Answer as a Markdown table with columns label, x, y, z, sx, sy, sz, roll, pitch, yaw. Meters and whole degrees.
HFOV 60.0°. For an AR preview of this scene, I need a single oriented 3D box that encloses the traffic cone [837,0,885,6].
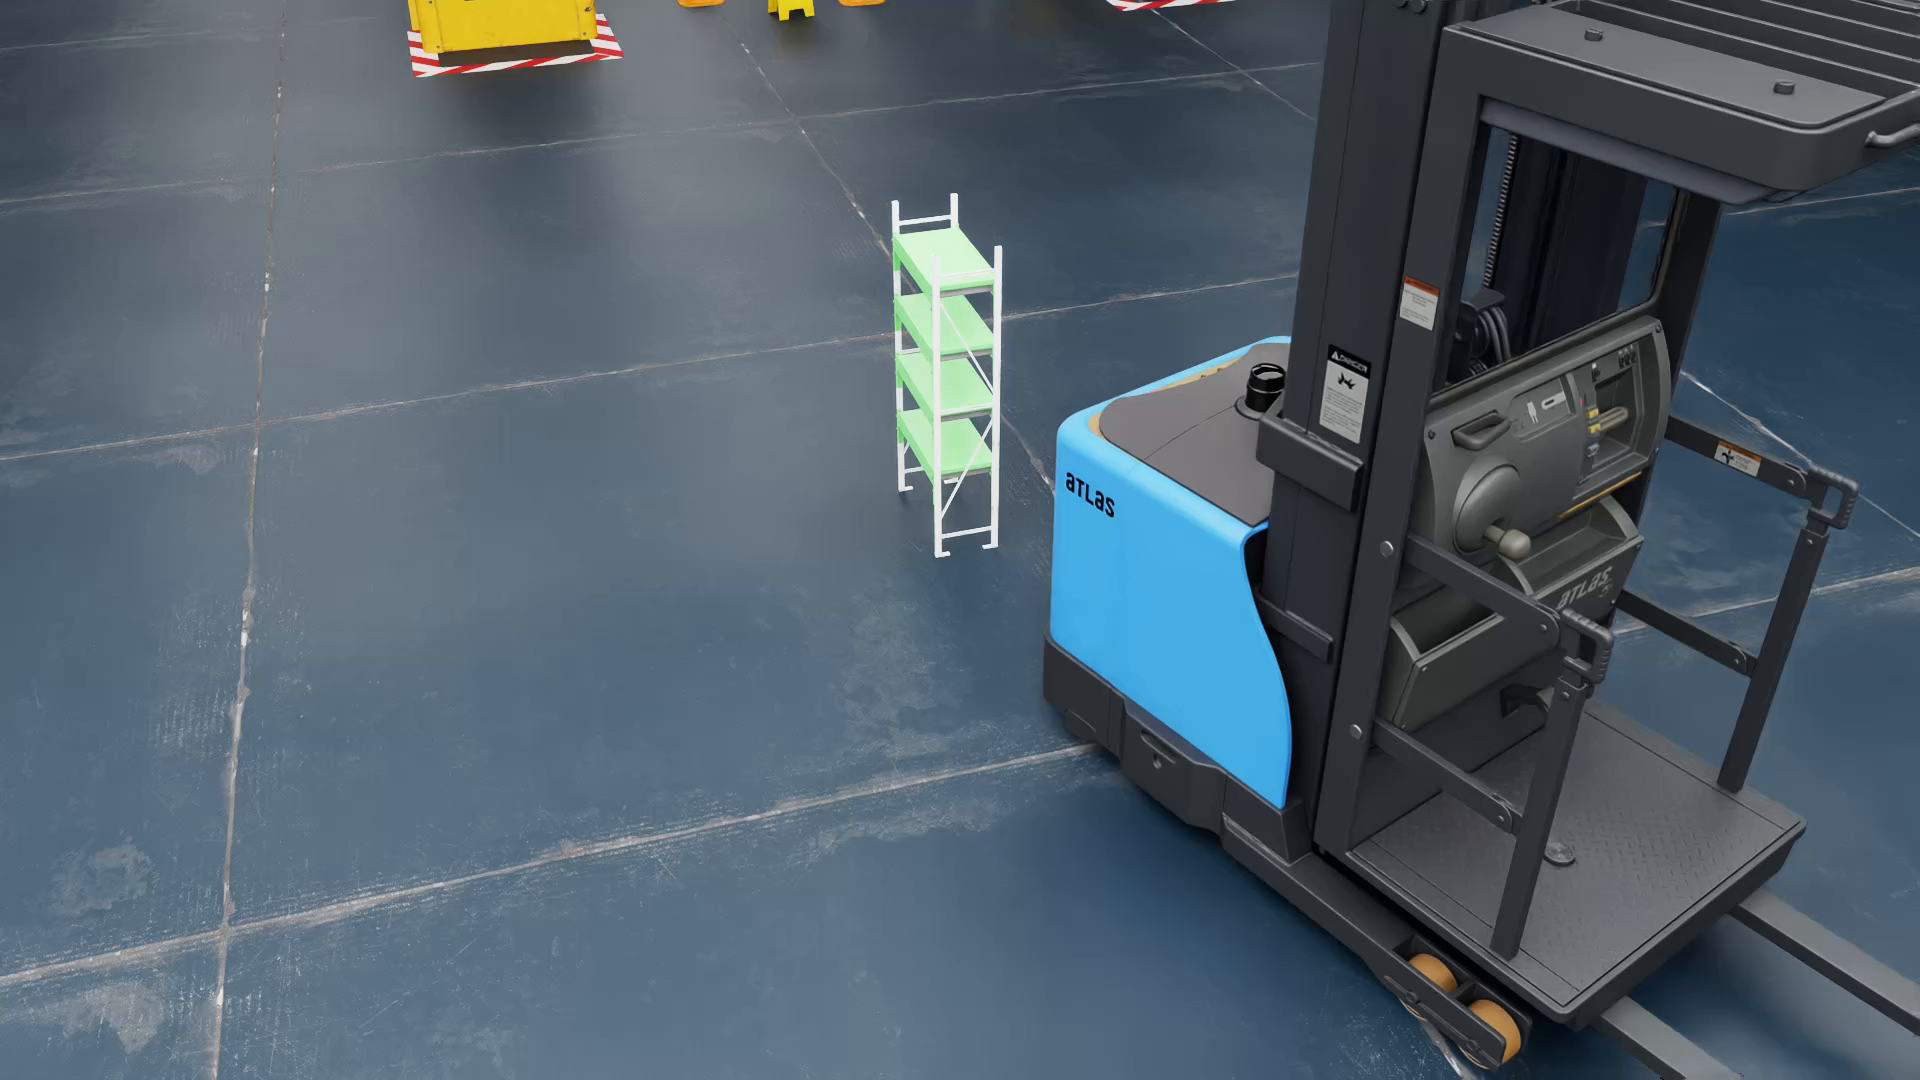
| label | x | y | z | sx | sy | sz | roll | pitch | yaw |
| --- | --- | --- | --- | --- | --- | --- | --- | --- | --- |
| traffic cone | -0.742 | -4.196 | 12.181 | 0.336 | 0.463 | 0.334 | -10 | 35 | -15 |

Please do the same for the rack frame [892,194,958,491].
| label | x | y | z | sx | sy | sz | roll | pitch | yaw |
| --- | --- | --- | --- | --- | --- | --- | --- | --- | --- |
| rack frame | -0.125 | -0.716 | 6.245 | 0.240 | 1.200 | 0.015 | -10 | 35 | -15 |

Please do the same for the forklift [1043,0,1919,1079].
| label | x | y | z | sx | sy | sz | roll | pitch | yaw |
| --- | --- | --- | --- | --- | --- | --- | --- | --- | --- |
| forklift | 1.561 | -0.195 | 3.887 | 1.130 | 2.935 | 3.031 | -23 | 40 | -30 |

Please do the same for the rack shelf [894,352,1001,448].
| label | x | y | z | sx | sy | sz | roll | pitch | yaw |
| --- | --- | --- | --- | --- | --- | --- | --- | --- | --- |
| rack shelf | -0.050 | -0.534 | 6.086 | 0.258 | 0.148 | 0.480 | -10 | 35 | -15 |

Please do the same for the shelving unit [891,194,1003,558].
| label | x | y | z | sx | sy | sz | roll | pitch | yaw |
| --- | --- | --- | --- | --- | --- | --- | --- | --- | --- |
| shelving unit | -0.050 | -0.587 | 6.051 | 0.258 | 1.200 | 0.503 | -10 | 35 | -15 |

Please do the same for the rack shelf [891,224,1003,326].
| label | x | y | z | sx | sy | sz | roll | pitch | yaw |
| --- | --- | --- | --- | --- | --- | --- | --- | --- | --- |
| rack shelf | -0.050 | -0.935 | 5.821 | 0.258 | 0.148 | 0.480 | -10 | 35 | -15 |

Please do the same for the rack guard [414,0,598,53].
| label | x | y | z | sx | sy | sz | roll | pitch | yaw |
| --- | --- | --- | --- | --- | --- | --- | --- | --- | --- |
| rack guard | -3.105 | -3.670 | 11.351 | 1.175 | 0.500 | 0.348 | -10 | 35 | -15 |

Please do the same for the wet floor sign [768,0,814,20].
| label | x | y | z | sx | sy | sz | roll | pitch | yaw |
| --- | --- | --- | --- | --- | --- | --- | --- | --- | --- |
| wet floor sign | -1.218 | -4.061 | 11.811 | 0.267 | 0.644 | 0.232 | -16 | 37 | -23 |

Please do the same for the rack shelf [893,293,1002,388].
| label | x | y | z | sx | sy | sz | roll | pitch | yaw |
| --- | --- | --- | --- | --- | --- | --- | --- | --- | --- |
| rack shelf | -0.050 | -0.734 | 5.954 | 0.258 | 0.148 | 0.480 | -10 | 35 | -15 |

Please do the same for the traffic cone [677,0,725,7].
| label | x | y | z | sx | sy | sz | roll | pitch | yaw |
| --- | --- | --- | --- | --- | --- | --- | --- | --- | --- |
| traffic cone | -1.922 | -4.185 | 12.163 | 0.336 | 0.463 | 0.334 | -10 | 35 | -15 |

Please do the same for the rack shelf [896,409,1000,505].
| label | x | y | z | sx | sy | sz | roll | pitch | yaw |
| --- | --- | --- | --- | --- | --- | --- | --- | --- | --- |
| rack shelf | -0.050 | -0.334 | 6.218 | 0.258 | 0.148 | 0.480 | -10 | 35 | -15 |

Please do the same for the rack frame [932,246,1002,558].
| label | x | y | z | sx | sy | sz | roll | pitch | yaw |
| --- | --- | --- | --- | --- | --- | --- | --- | --- | --- |
| rack frame | 0.024 | -0.459 | 5.857 | 0.240 | 1.200 | 0.015 | -10 | 35 | -15 |
